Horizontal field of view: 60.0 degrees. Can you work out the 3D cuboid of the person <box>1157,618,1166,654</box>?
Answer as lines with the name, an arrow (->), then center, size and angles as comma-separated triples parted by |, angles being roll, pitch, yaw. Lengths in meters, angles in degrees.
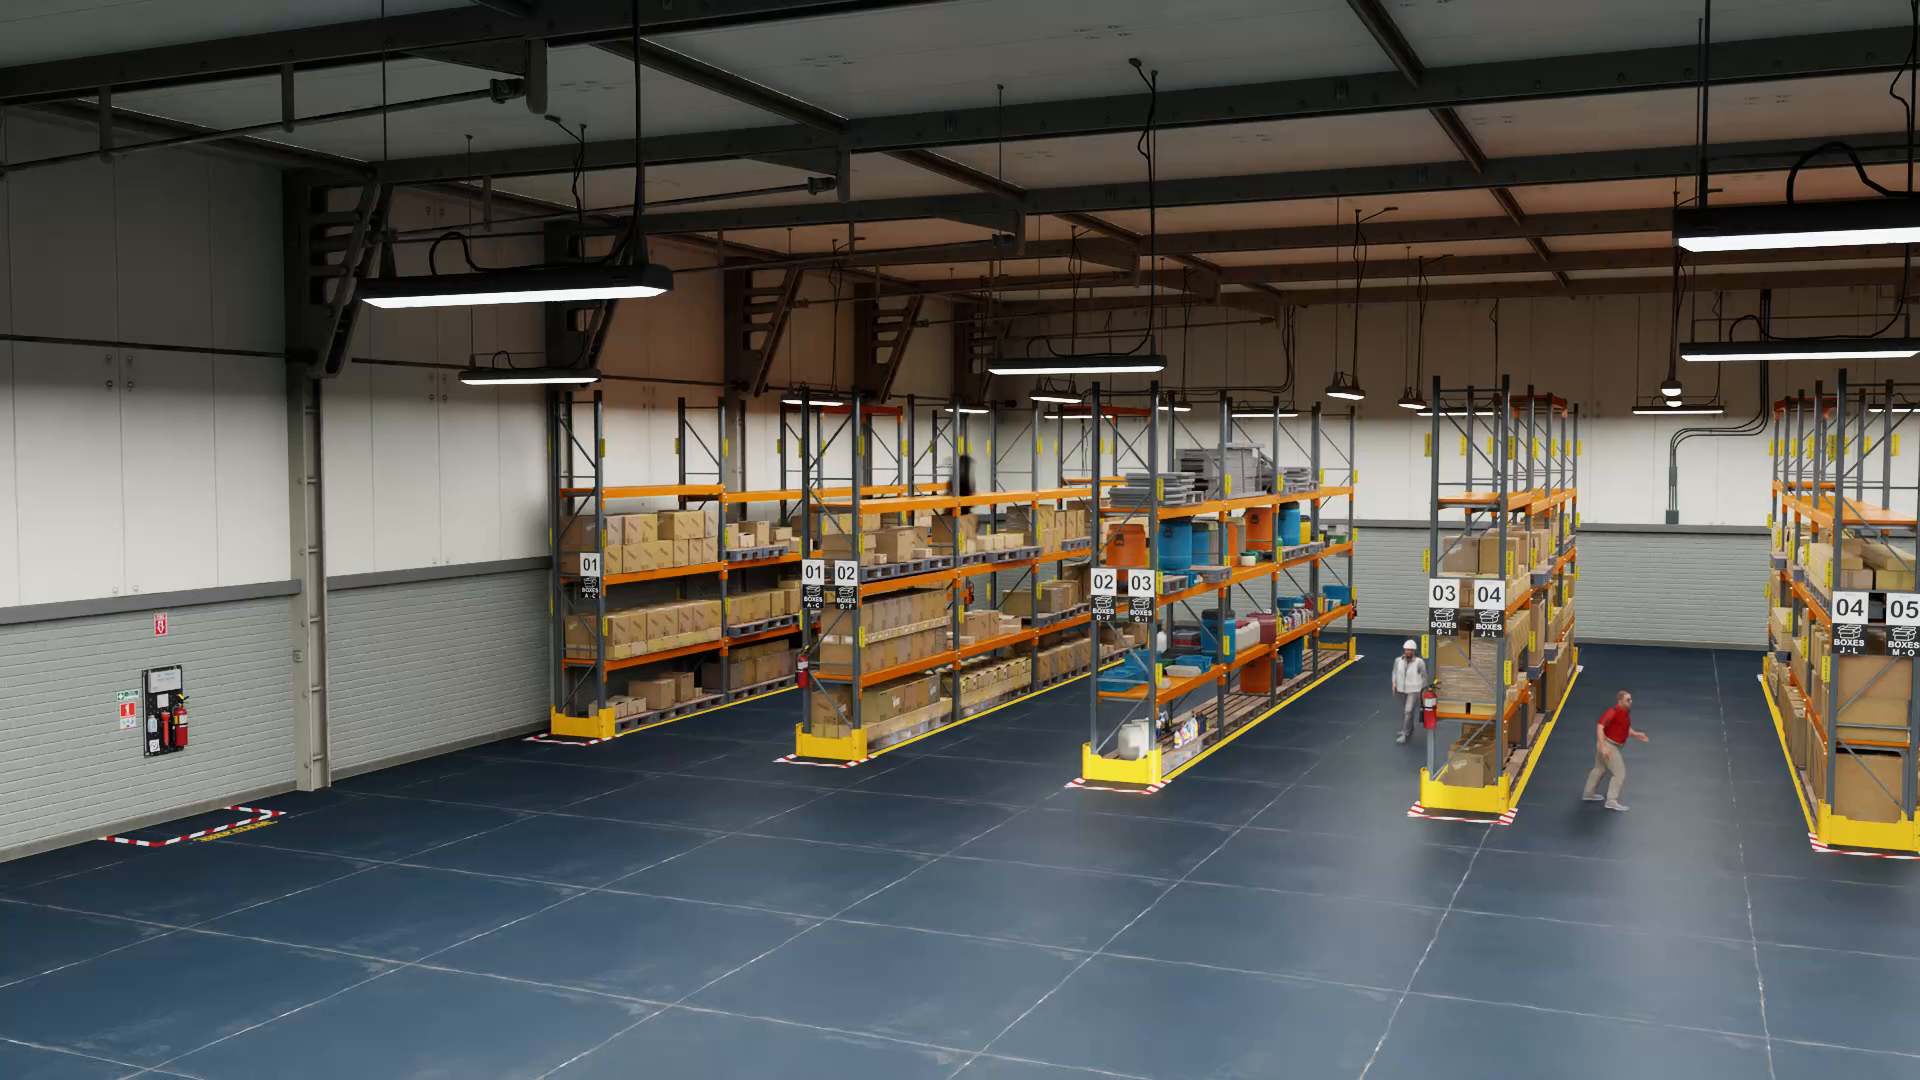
person -> 4.002, 2.349, 32.670 | 0.577, 1.655, 0.620 | 1, 3, 21

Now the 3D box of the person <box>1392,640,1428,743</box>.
person -> 7.602, 2.542, 28.255 | 0.602, 1.705, 0.919 | 3, 4, 43

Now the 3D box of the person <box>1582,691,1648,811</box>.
person -> 9.103, 2.905, 23.142 | 0.866, 1.660, 0.739 | 2, 4, 30

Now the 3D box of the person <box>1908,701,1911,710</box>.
person -> 18.250, 2.410, 31.521 | 0.667, 1.751, 0.997 | 1, 3, 11
